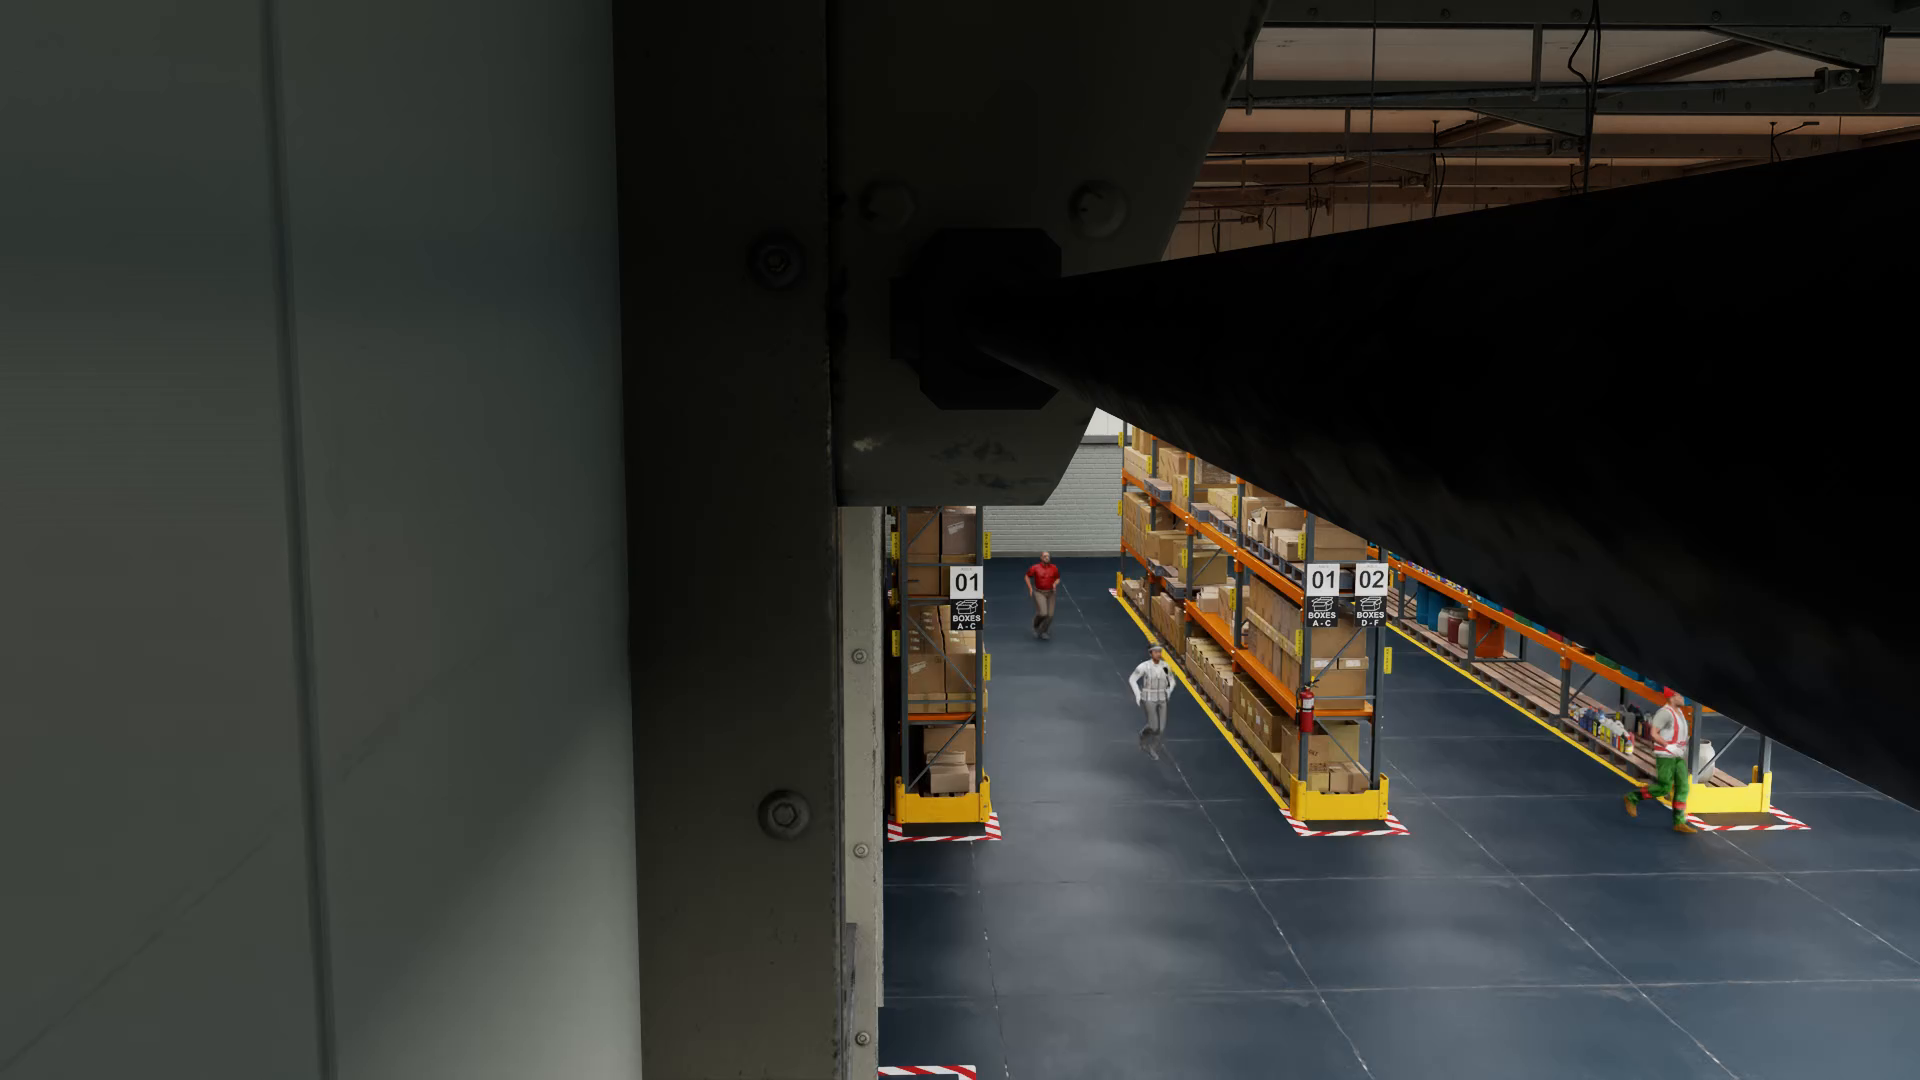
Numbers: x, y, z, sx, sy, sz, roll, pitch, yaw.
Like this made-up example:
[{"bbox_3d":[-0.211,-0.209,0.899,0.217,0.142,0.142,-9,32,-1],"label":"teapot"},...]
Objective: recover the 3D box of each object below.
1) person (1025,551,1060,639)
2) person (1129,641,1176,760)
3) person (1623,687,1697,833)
[{"bbox_3d":[1.623,1.059,31.586,0.651,1.684,0.602,-3,8,-18],"label":"person"},{"bbox_3d":[2.671,2.200,22.704,0.615,1.658,0.541,-2,8,-16],"label":"person"},{"bbox_3d":[8.643,2.630,20.292,0.905,1.761,0.726,7,11,42],"label":"person"}]
